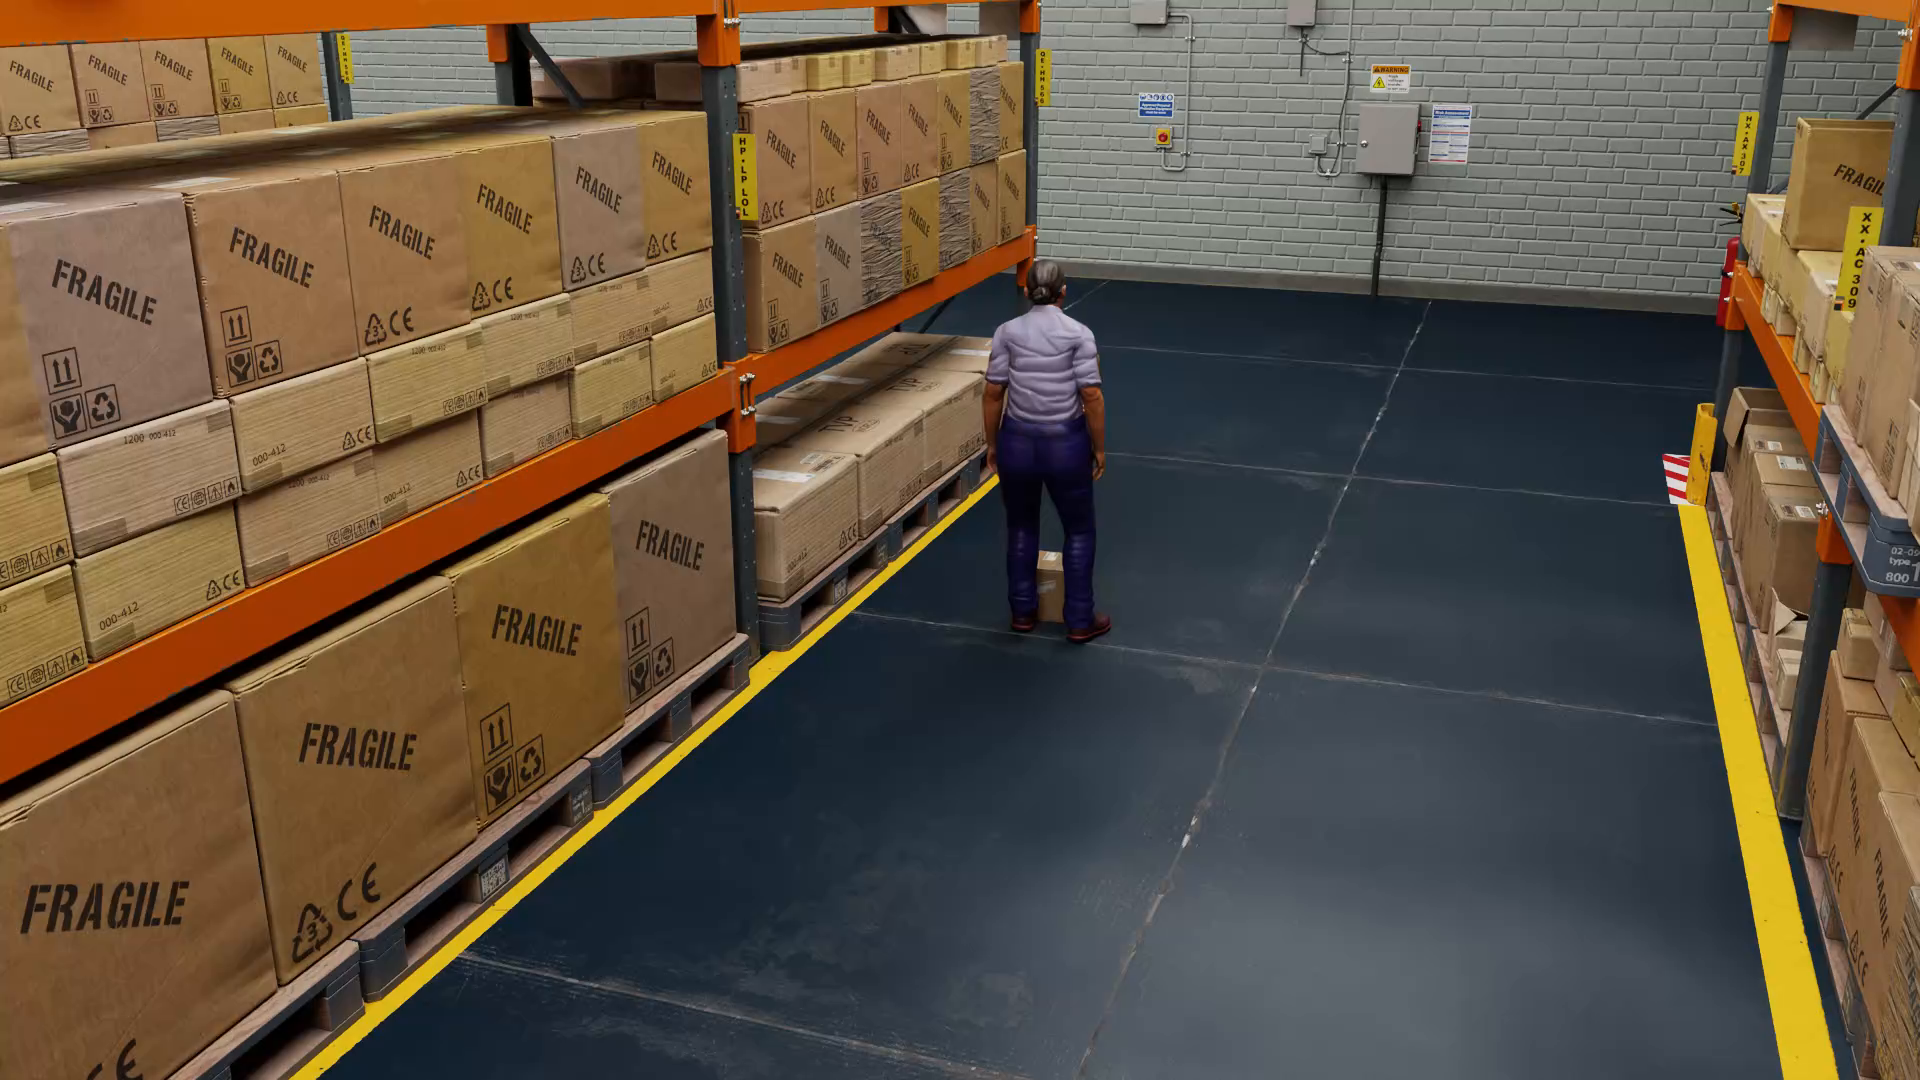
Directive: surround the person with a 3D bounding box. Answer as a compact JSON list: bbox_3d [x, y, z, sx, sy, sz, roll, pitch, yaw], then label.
[{"bbox_3d":[0.386,-0.383,7.201,0.563,1.651,0.425,5,19,15],"label":"person"}]
